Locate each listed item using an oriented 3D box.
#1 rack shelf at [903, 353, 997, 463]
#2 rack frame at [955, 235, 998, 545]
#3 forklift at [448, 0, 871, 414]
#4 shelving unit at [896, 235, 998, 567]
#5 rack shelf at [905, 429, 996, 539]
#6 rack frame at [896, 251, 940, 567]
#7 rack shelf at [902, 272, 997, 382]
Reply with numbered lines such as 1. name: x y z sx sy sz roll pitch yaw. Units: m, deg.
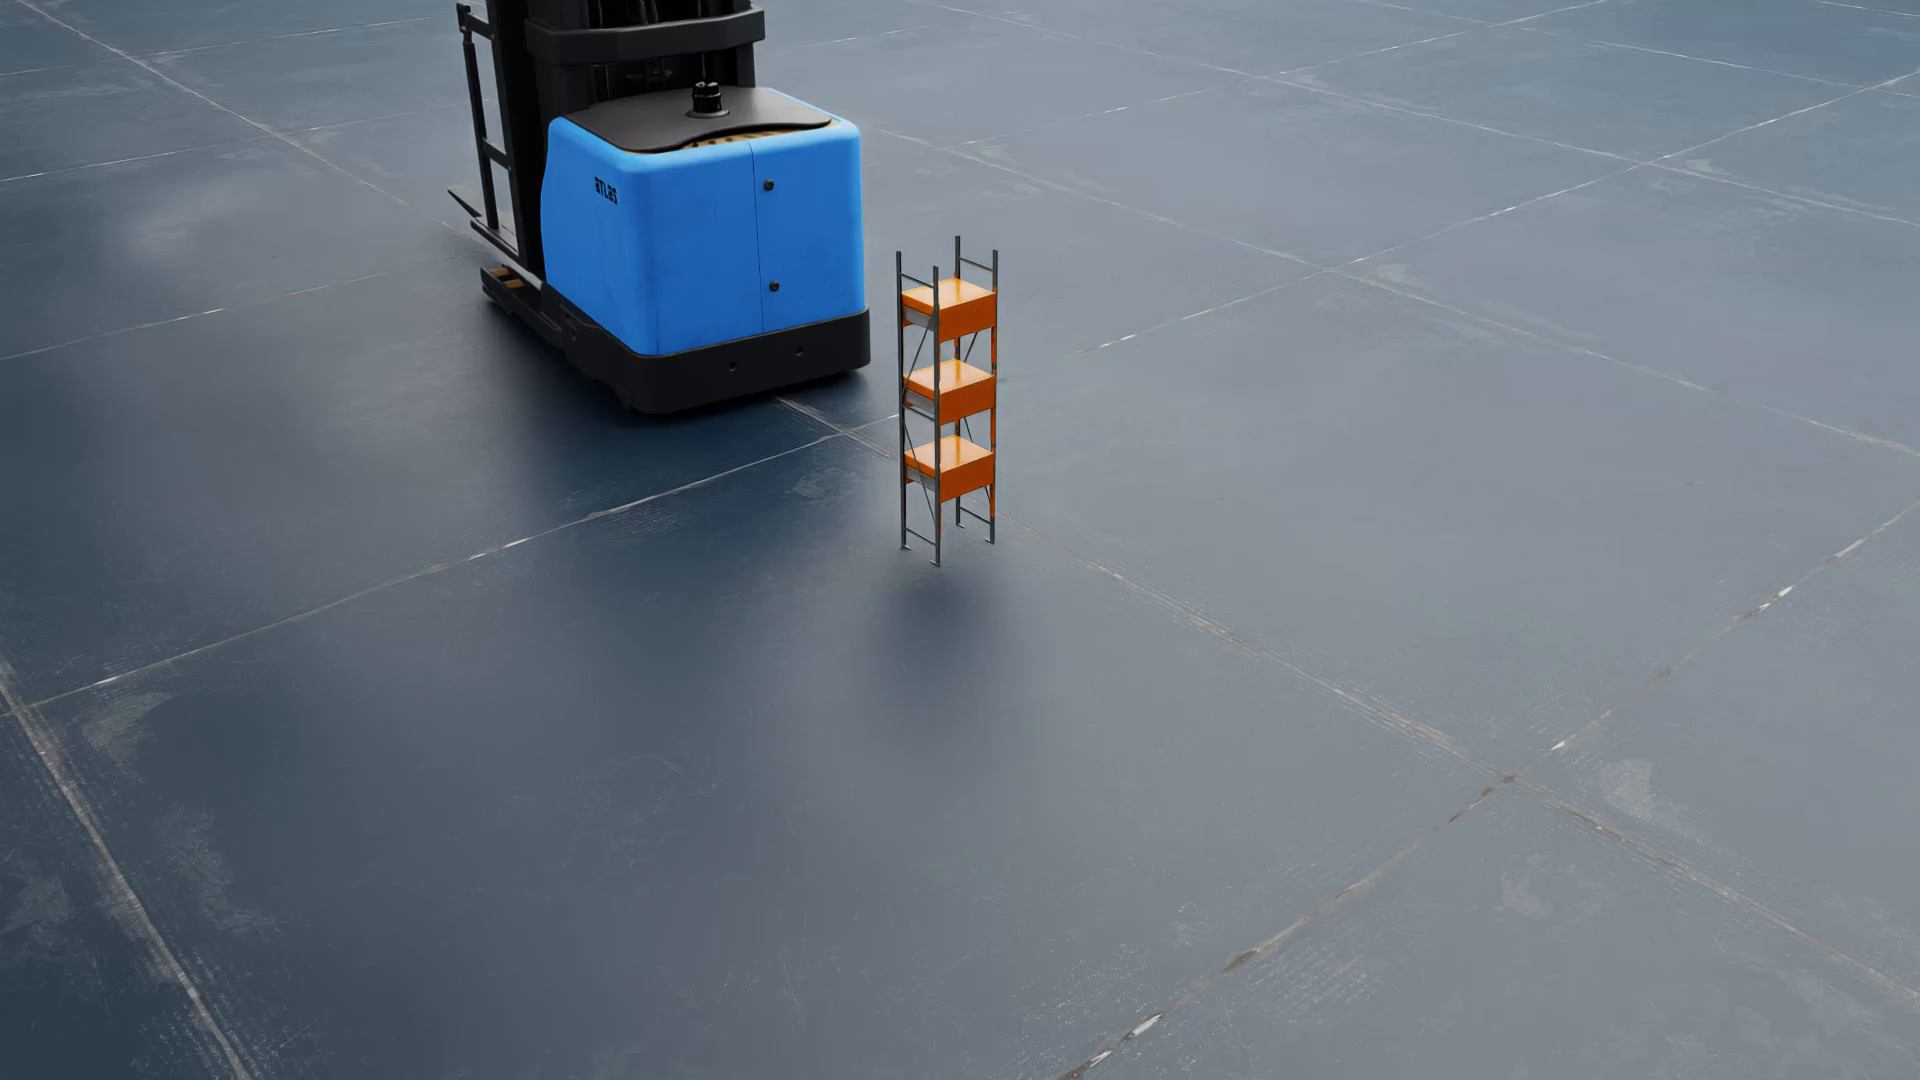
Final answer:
1. rack shelf: -0.041 -0.437 5.477 0.240 0.259 0.215 -22 35 -35
2. rack frame: 0.052 -0.484 5.542 0.008 1.050 0.200 -22 35 -35
3. forklift: -1.595 -2.437 7.201 1.130 2.935 3.031 -17 32 -28
4. shelving unit: -0.041 -0.447 5.472 0.252 1.050 0.215 -22 35 -35
5. rack shelf: -0.041 -0.192 5.608 0.240 0.259 0.215 -22 35 -35
6. rack frame: -0.134 -0.409 5.402 0.008 1.050 0.200 -22 35 -35
7. rack shelf: -0.041 -0.688 5.343 0.240 0.259 0.215 -22 35 -35
